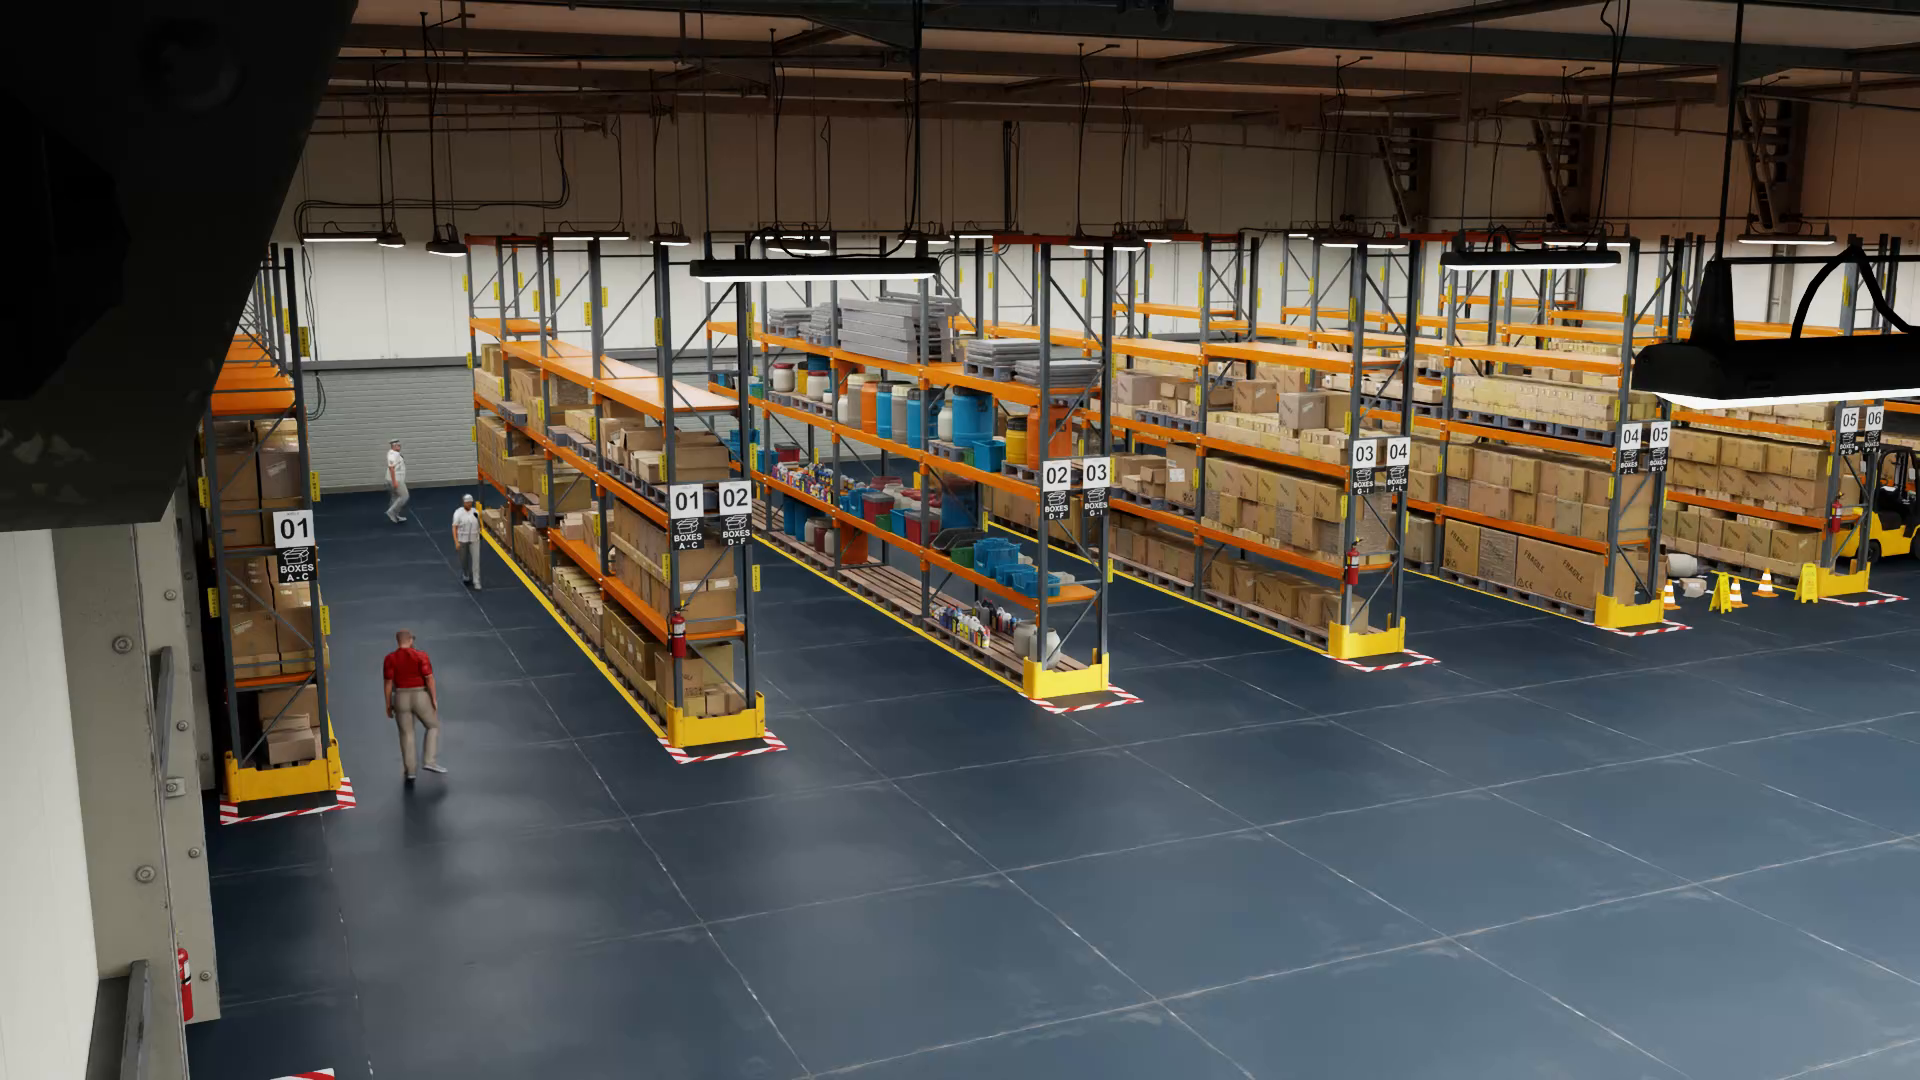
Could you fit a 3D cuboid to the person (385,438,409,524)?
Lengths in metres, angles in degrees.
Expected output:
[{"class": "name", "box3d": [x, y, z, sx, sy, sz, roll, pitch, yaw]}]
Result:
[{"class": "person", "box3d": [-11.845, -1.249, 34.888, 0.501, 1.761, 0.561, -6, 12, -27]}]

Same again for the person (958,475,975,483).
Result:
[{"class": "person", "box3d": [0.156, -0.814, 33.262, 0.569, 1.510, 0.791, -3, 11, -14]}]

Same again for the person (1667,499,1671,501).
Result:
[{"class": "person", "box3d": [14.901, -1.219, 35.002, 0.482, 1.683, 0.496, -10, 15, -42]}]

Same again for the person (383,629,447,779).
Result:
[{"class": "person", "box3d": [-6.234, 1.857, 18.977, 0.634, 1.714, 0.455, -2, 11, -10]}]

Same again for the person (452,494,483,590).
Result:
[{"class": "person", "box3d": [-8.514, 0.010, 28.755, 0.497, 1.612, 1.007, -4, 12, -19]}]
